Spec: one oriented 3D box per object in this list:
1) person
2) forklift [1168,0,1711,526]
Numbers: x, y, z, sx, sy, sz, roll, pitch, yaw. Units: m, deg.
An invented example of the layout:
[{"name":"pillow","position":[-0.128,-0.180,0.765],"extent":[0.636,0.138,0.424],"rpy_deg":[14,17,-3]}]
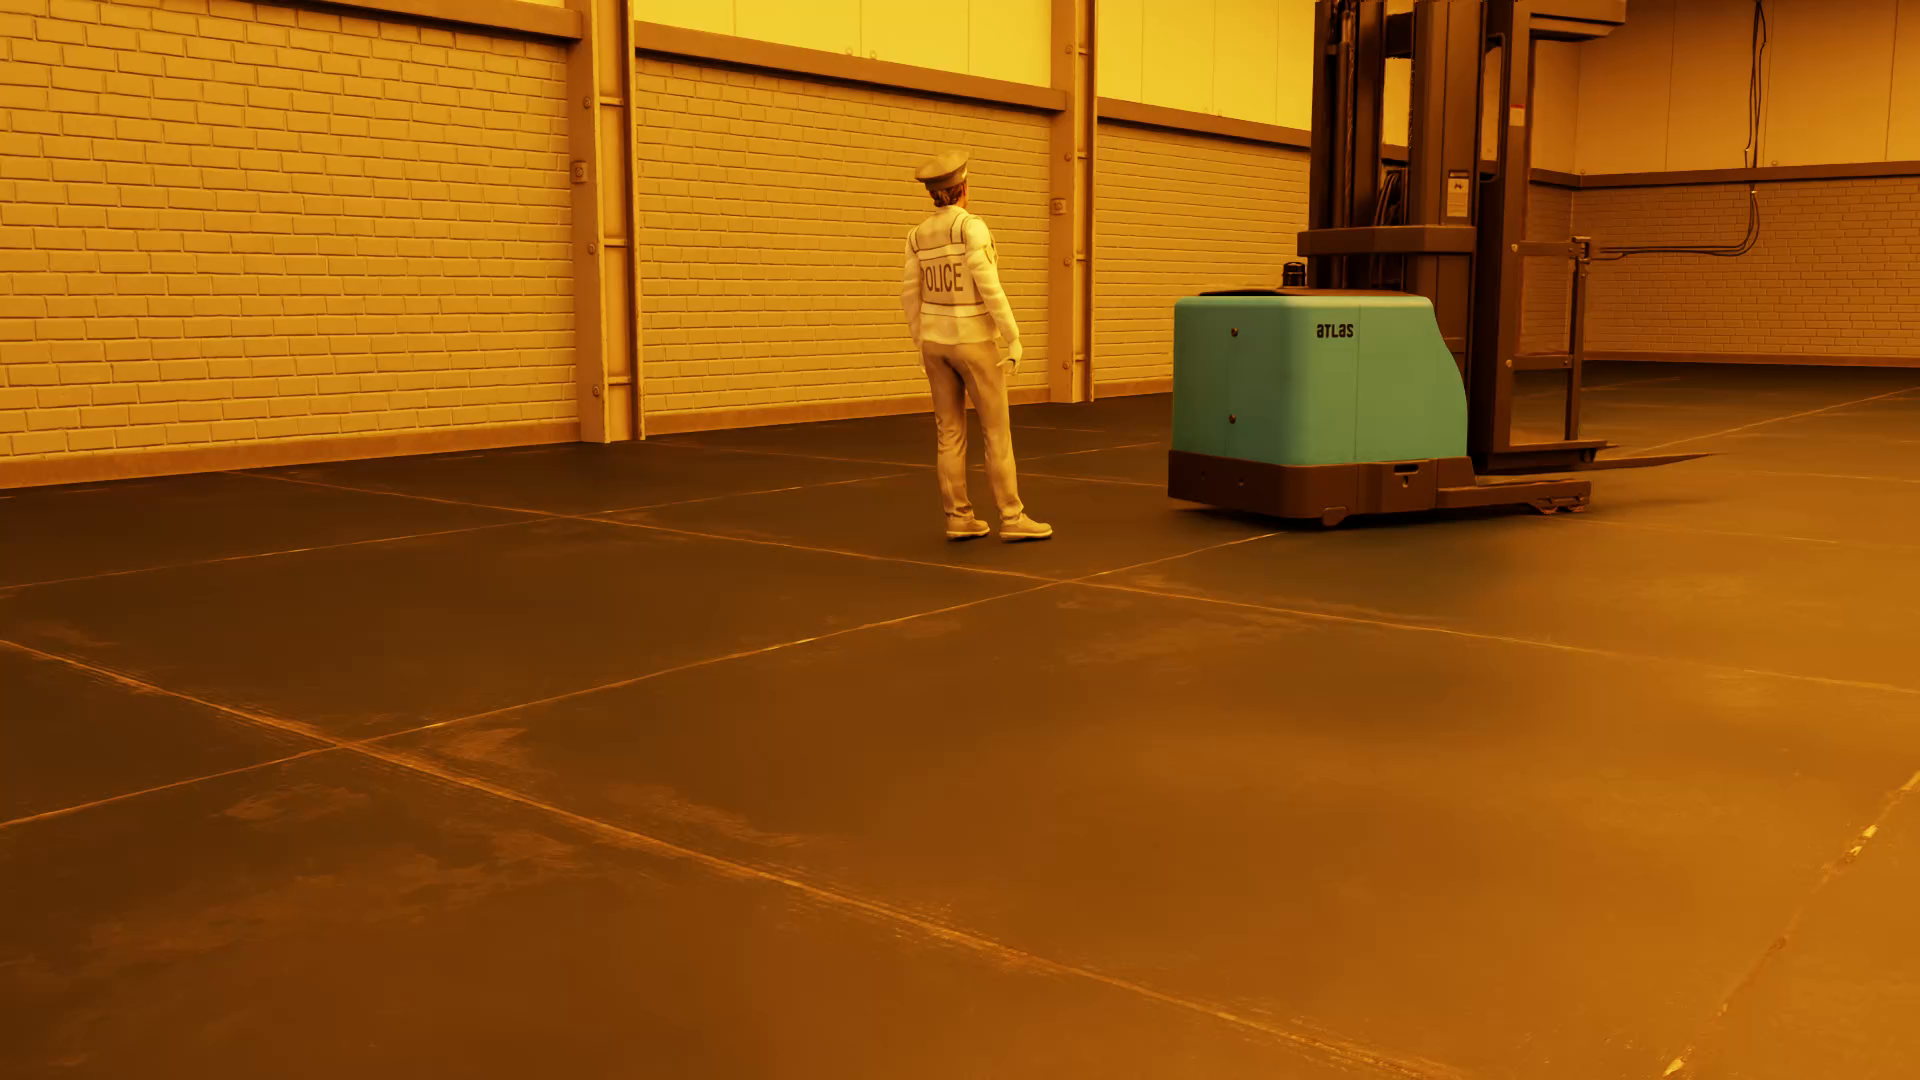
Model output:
[{"name":"person","position":[0.049,-0.852,7.329],"extent":[0.586,1.694,0.531],"rpy_deg":[7,11,38]},{"name":"forklift","position":[2.599,-1.639,8.483],"extent":[3.031,2.935,1.130],"rpy_deg":[-4,9,-27]}]
